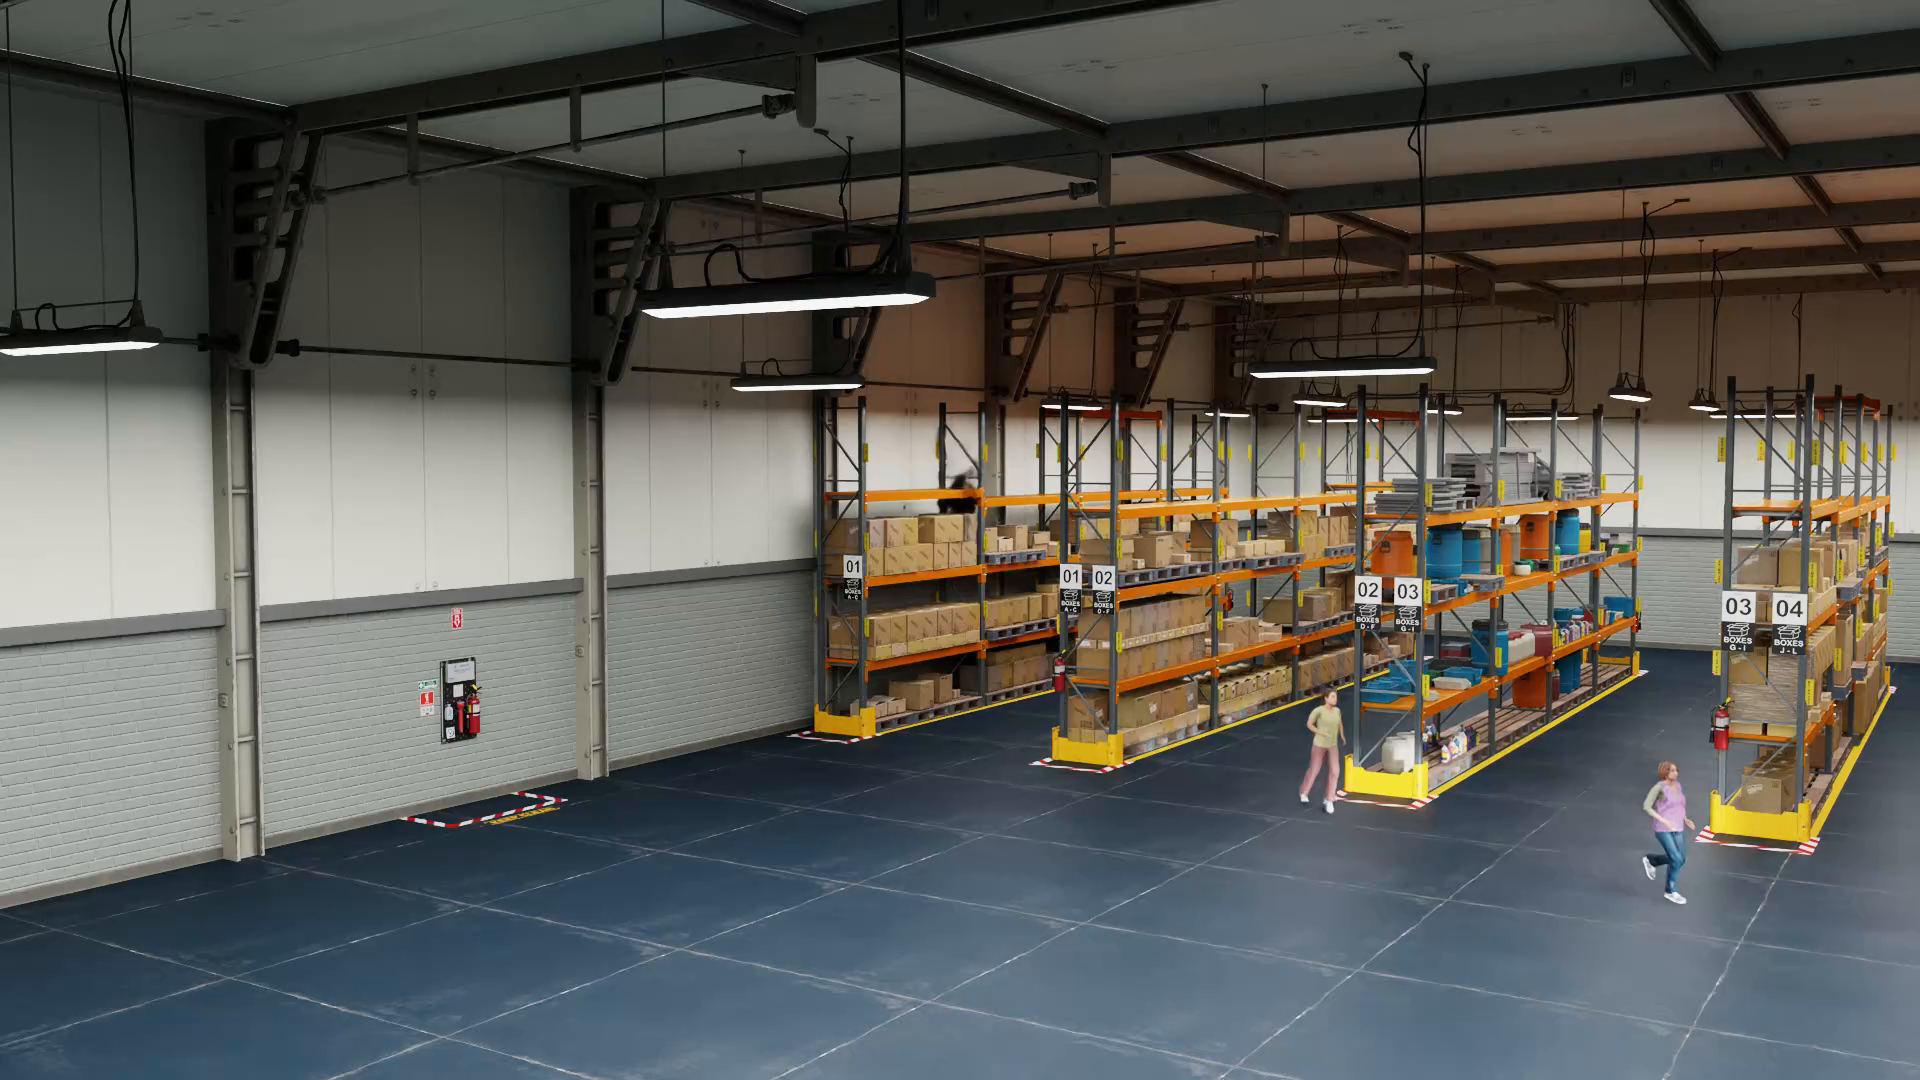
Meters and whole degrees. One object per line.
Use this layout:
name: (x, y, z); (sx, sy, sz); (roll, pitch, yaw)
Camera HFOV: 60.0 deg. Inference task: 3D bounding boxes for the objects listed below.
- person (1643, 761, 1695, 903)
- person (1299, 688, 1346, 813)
person: (7.897, 3.252, 18.684); (0.539, 1.567, 0.604); (-2, 3, -29)
person: (5.177, 2.930, 23.432); (0.634, 1.689, 0.791); (-1, 3, -15)
